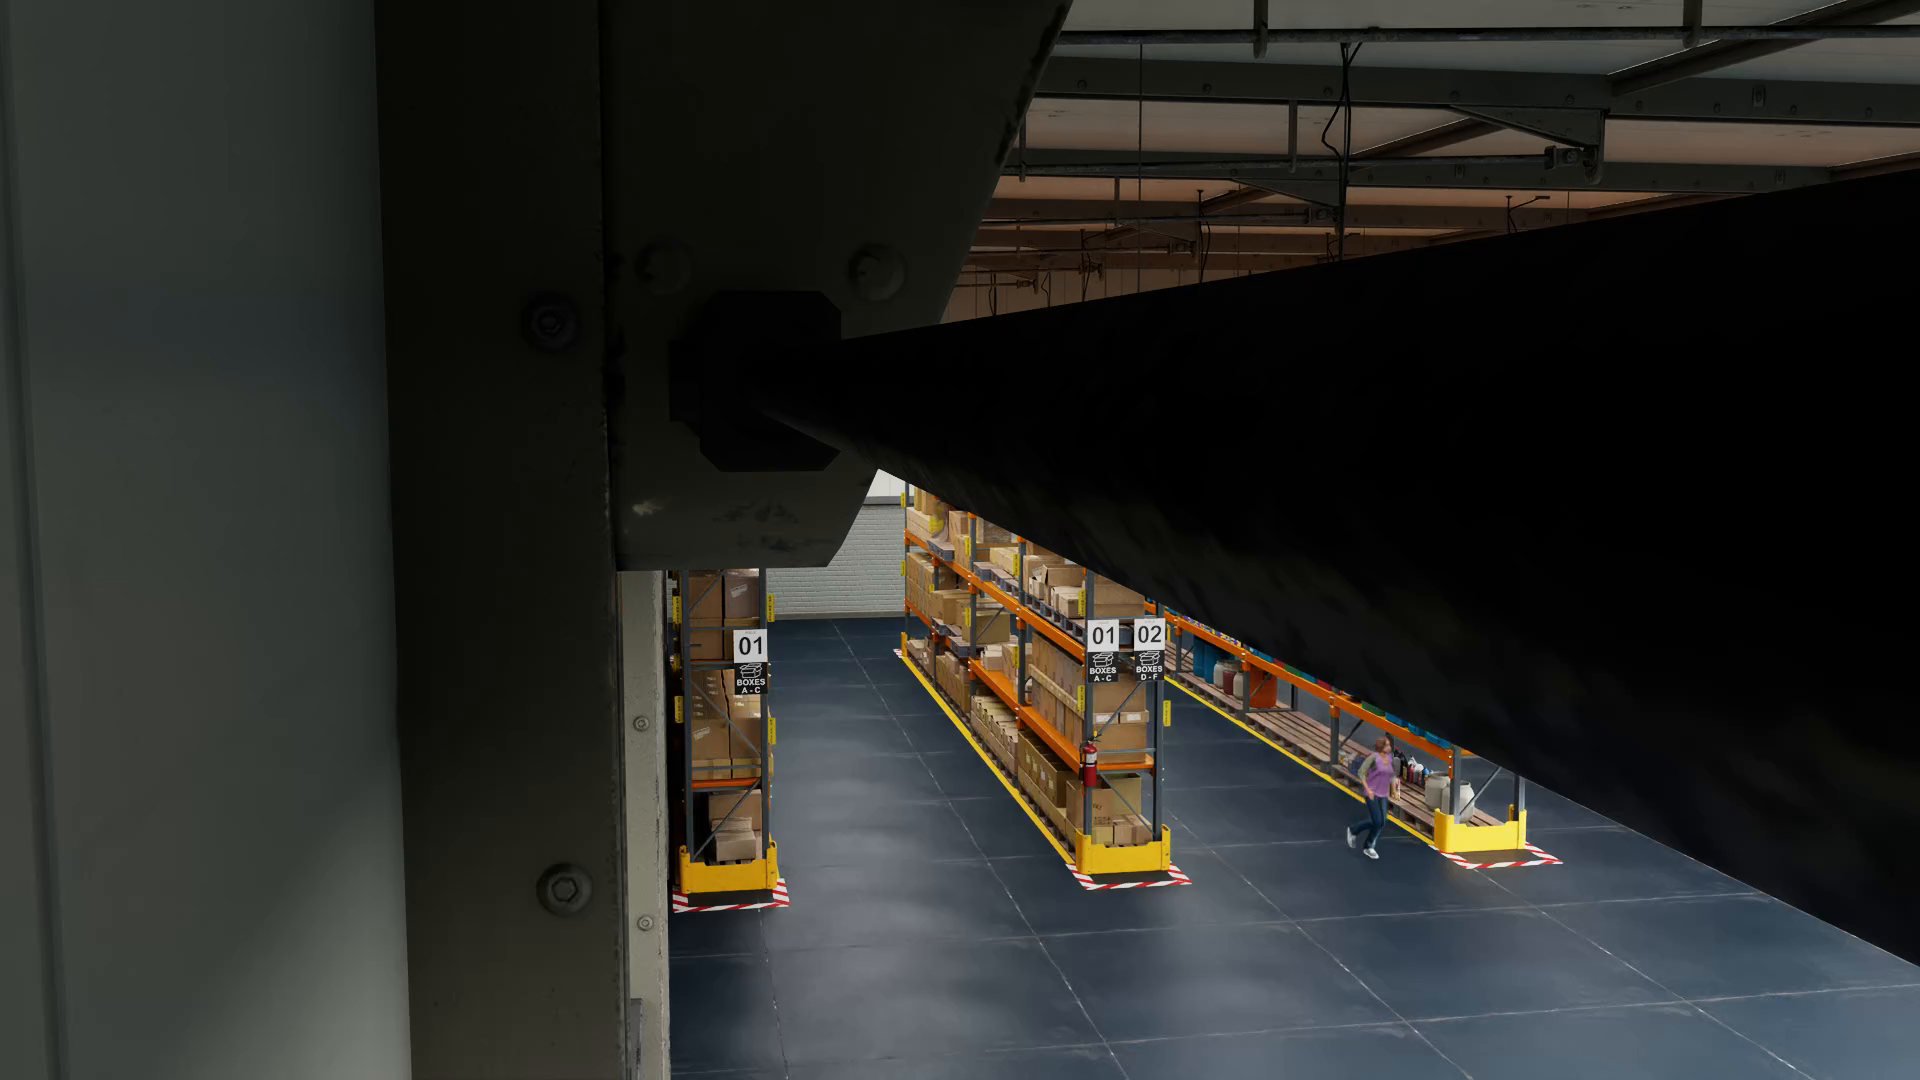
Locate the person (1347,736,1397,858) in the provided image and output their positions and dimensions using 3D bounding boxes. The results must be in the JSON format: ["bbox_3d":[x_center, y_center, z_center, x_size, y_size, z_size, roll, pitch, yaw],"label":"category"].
[{"bbox_3d":[5.415,3.321,21.678,0.583,1.550,0.524,-4,7,-32],"label":"person"}]
